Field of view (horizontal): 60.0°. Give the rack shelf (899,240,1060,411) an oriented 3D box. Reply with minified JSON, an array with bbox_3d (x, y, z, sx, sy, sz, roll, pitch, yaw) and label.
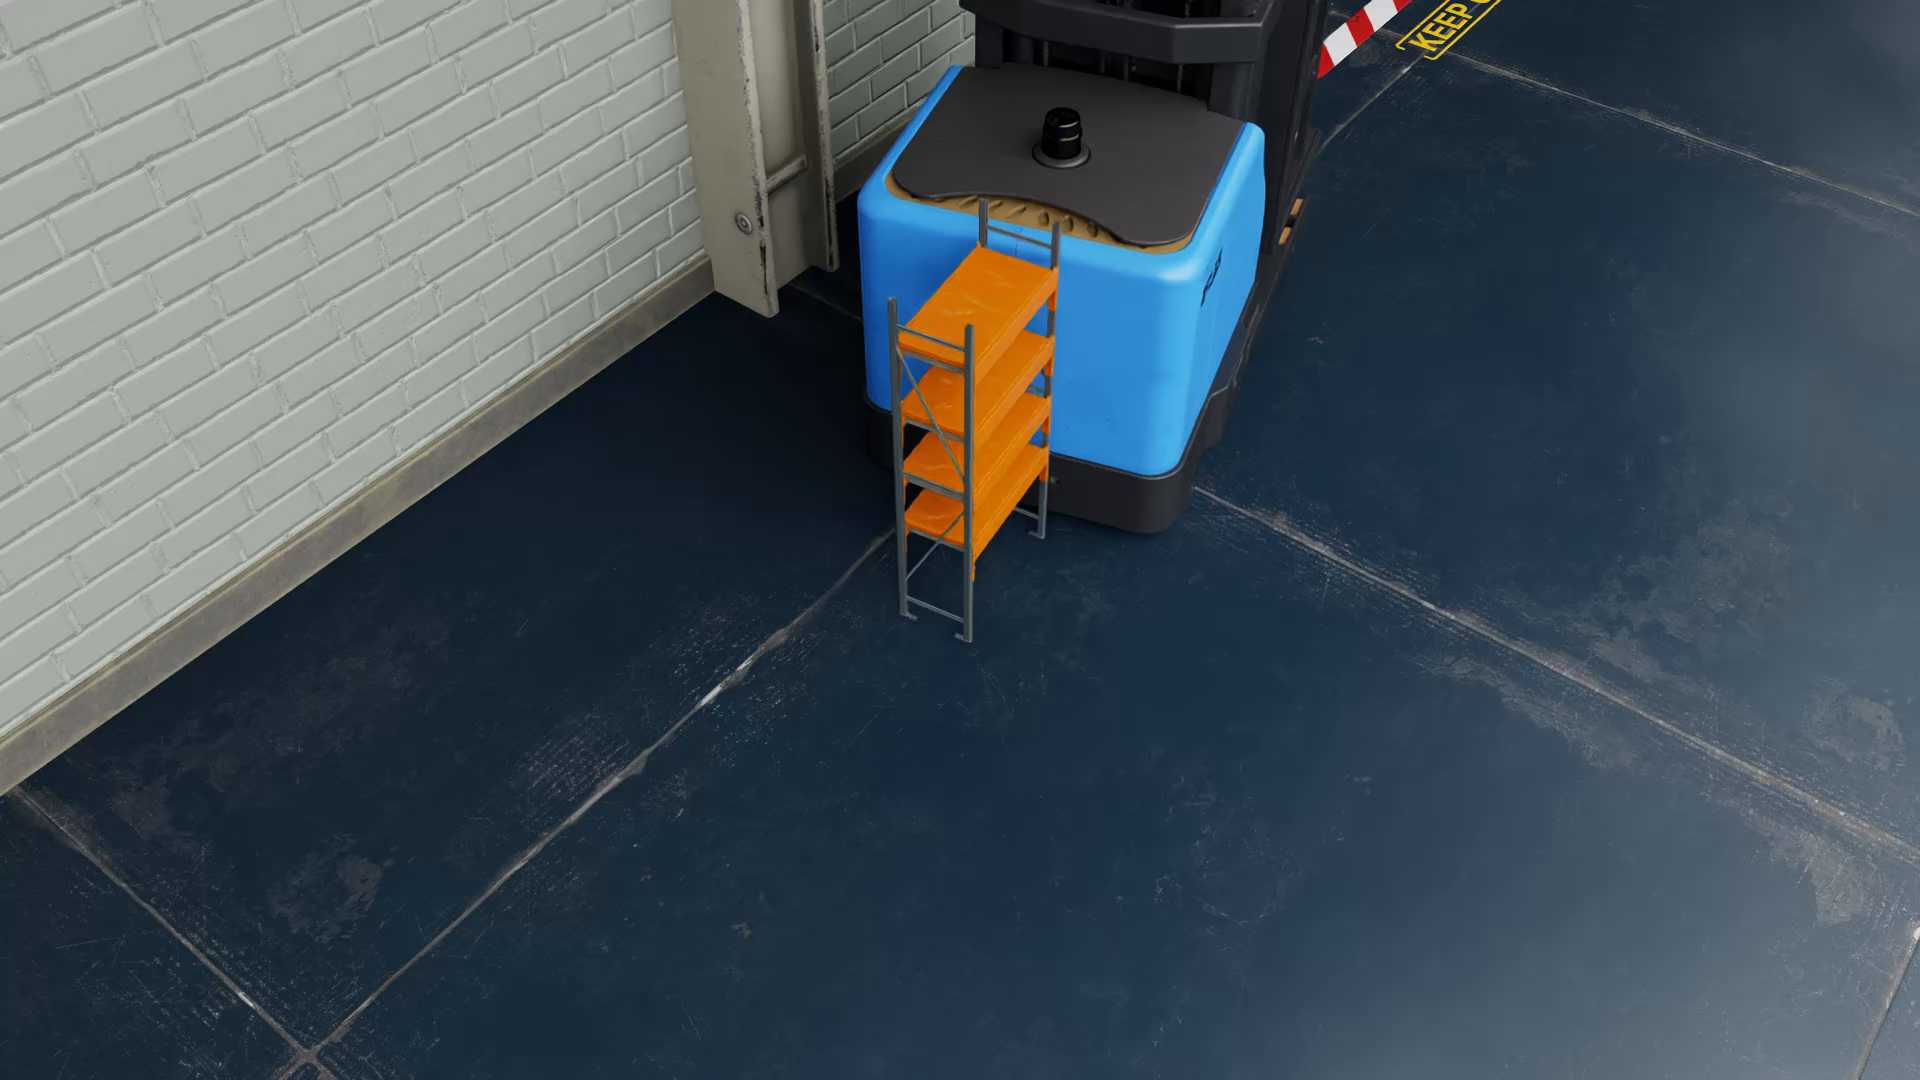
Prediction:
[{"bbox_3d":[0.043,-0.577,4.428,0.258,0.148,0.480,21,50,19],"label":"rack shelf"}]

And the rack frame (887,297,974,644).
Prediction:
[{"bbox_3d":[-0.073,-0.151,4.564,0.240,1.200,0.015,21,50,19],"label":"rack frame"}]

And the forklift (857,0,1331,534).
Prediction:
[{"bbox_3d":[0.683,-2.117,5.245,1.130,2.935,3.031,15,48,14],"label":"forklift"}]

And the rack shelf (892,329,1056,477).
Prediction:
[{"bbox_3d":[0.043,-0.414,4.599,0.258,0.148,0.480,21,50,19],"label":"rack shelf"}]

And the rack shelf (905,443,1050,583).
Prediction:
[{"bbox_3d":[0.043,-0.122,4.905,0.258,0.148,0.480,21,50,19],"label":"rack shelf"}]

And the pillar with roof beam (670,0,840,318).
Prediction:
[{"bbox_3d":[2.718,-2.189,1.118,9.100,9.000,0.400,29,53,25],"label":"pillar with roof beam"}]

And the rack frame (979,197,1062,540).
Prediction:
[{"bbox_3d":[0.160,-0.461,4.860,0.240,1.200,0.015,21,50,19],"label":"rack frame"}]

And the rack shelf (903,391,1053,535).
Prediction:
[{"bbox_3d":[0.043,-0.259,4.761,0.258,0.148,0.480,21,50,19],"label":"rack shelf"}]

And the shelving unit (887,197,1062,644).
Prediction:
[{"bbox_3d":[0.043,-0.306,4.712,0.258,1.200,0.503,21,50,19],"label":"shelving unit"}]
